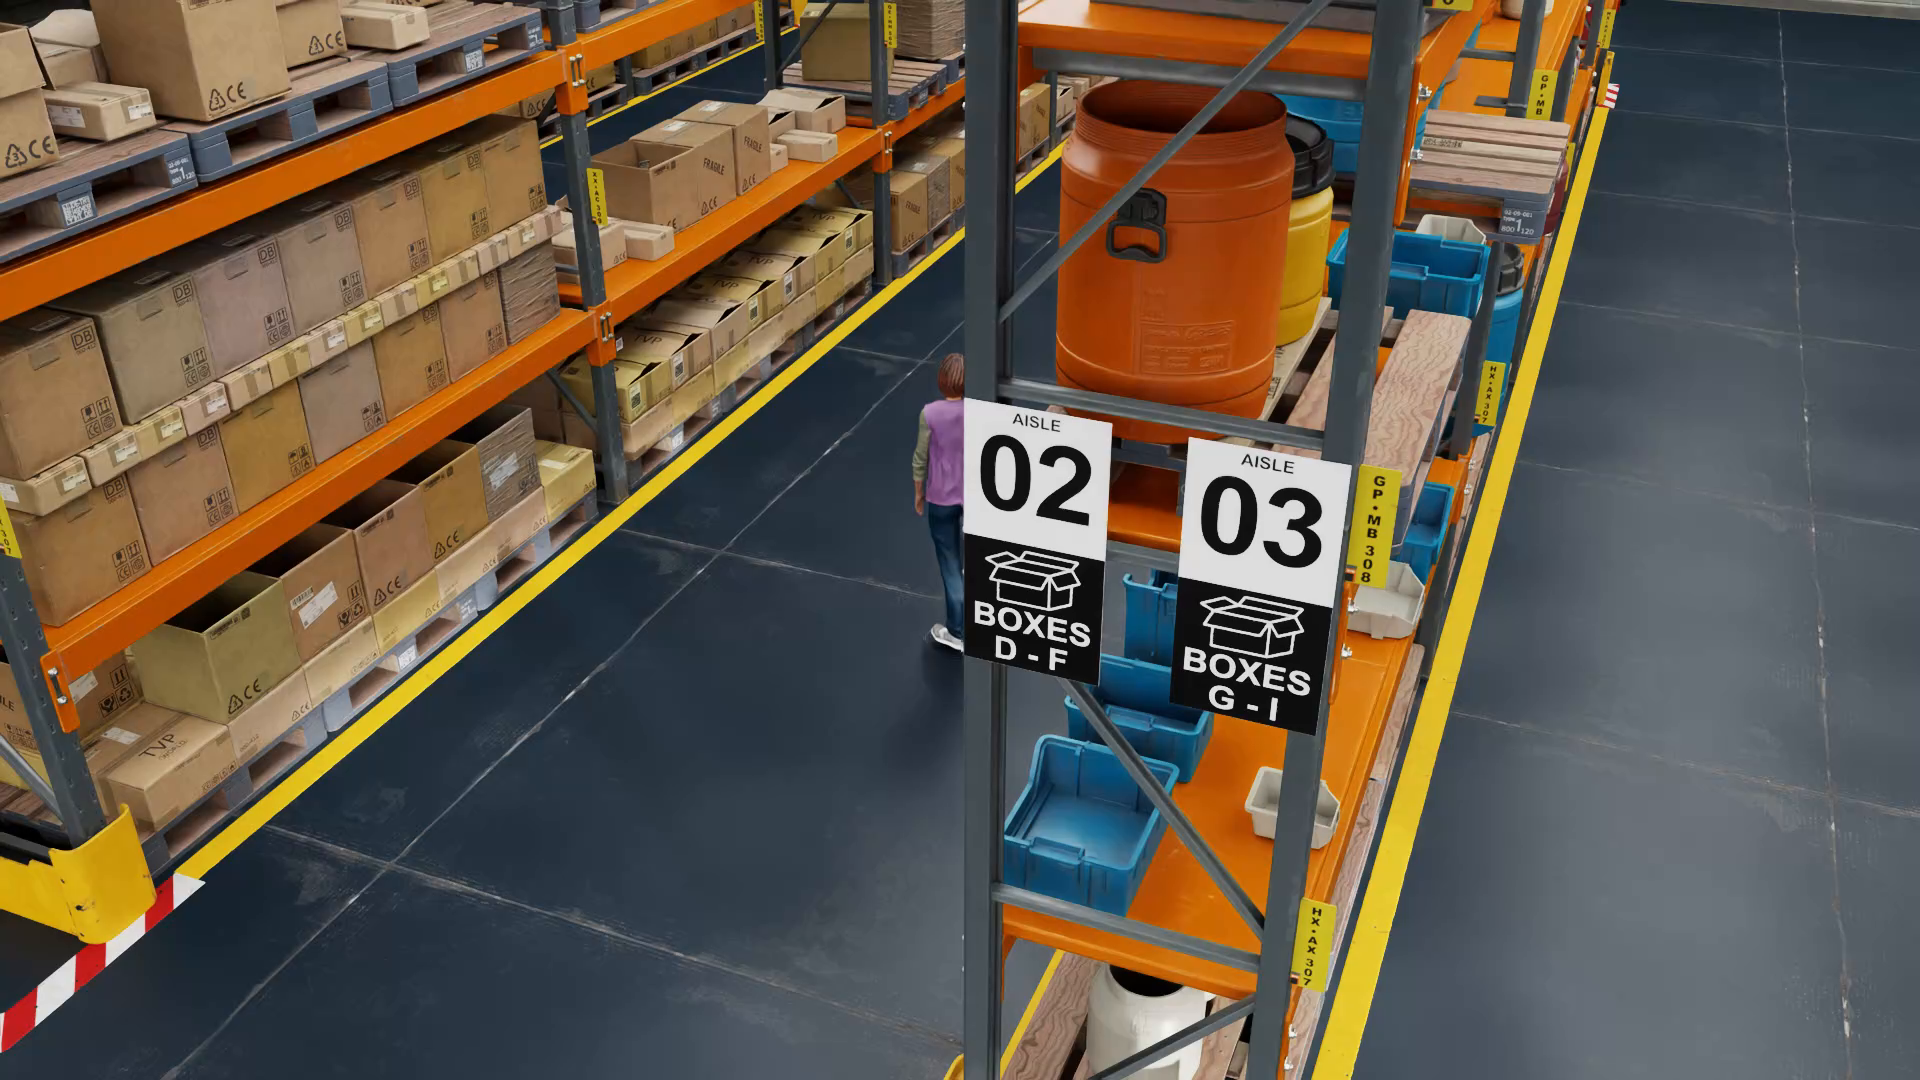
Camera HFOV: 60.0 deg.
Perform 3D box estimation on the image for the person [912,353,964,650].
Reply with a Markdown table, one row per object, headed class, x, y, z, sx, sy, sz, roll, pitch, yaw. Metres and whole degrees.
| class | x | y | z | sx | sy | sz | roll | pitch | yaw |
| --- | --- | --- | --- | --- | --- | --- | --- | --- | --- |
| person | -0.028 | -0.257 | 8.832 | 0.455 | 1.553 | 0.808 | -6 | 31 | -11 |
